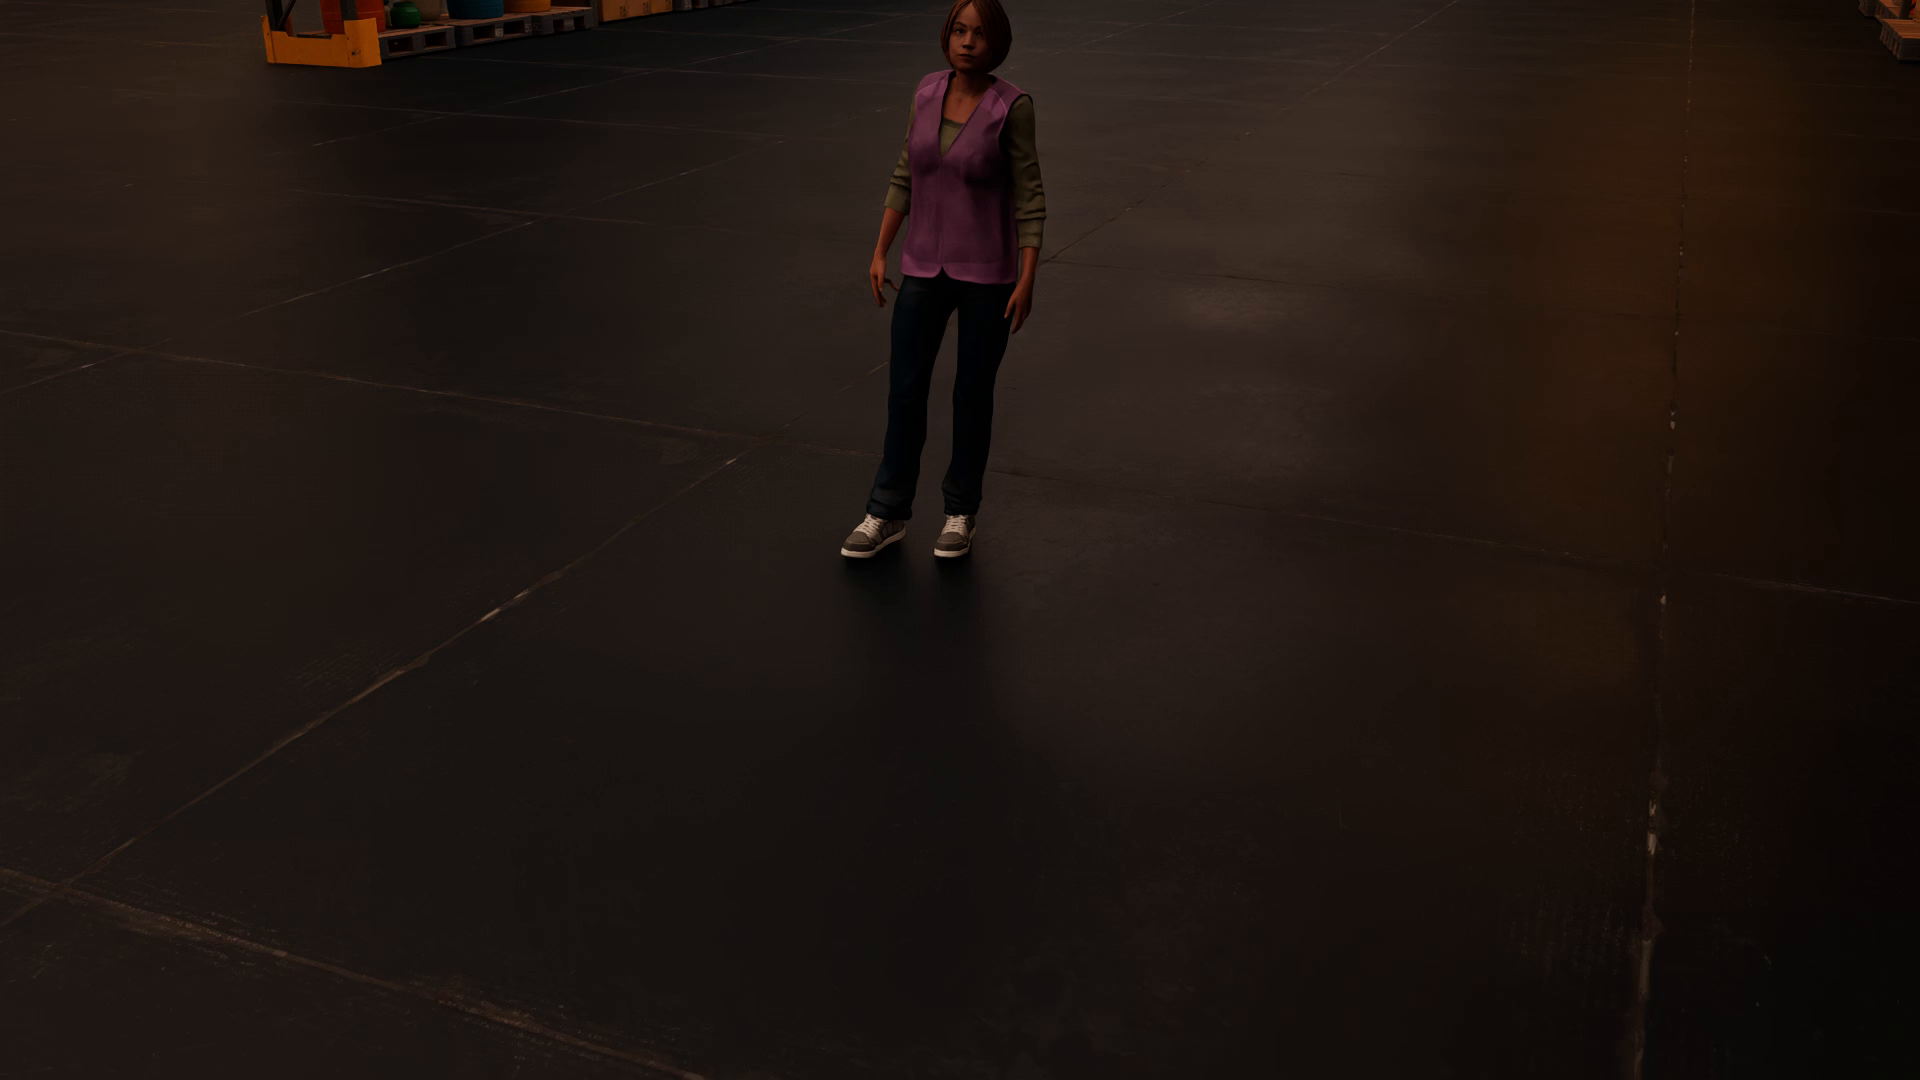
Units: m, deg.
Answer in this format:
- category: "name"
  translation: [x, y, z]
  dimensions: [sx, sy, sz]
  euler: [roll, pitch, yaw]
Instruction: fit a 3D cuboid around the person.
- category: "person"
  translation: [-0.041, -0.720, 4.725]
  dimensions: [0.520, 1.597, 0.476]
  euler: [9, 24, 21]
